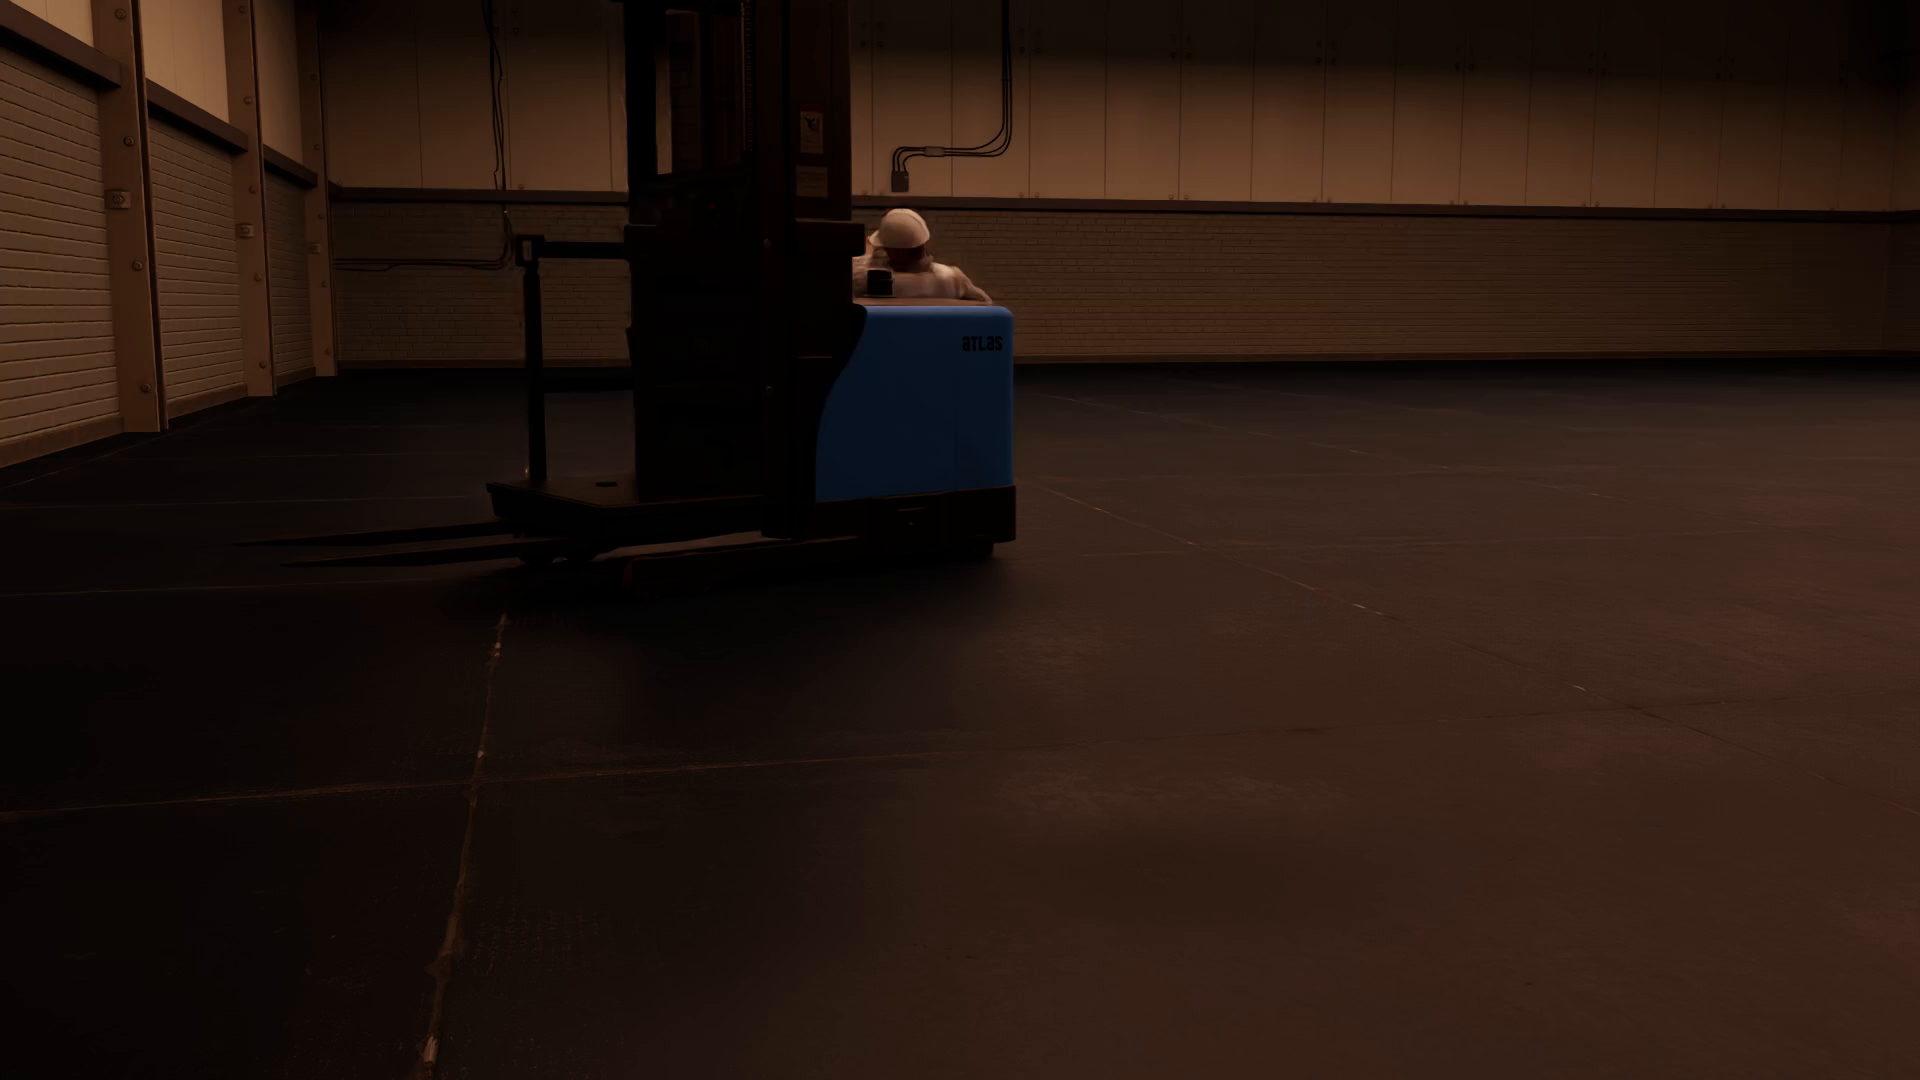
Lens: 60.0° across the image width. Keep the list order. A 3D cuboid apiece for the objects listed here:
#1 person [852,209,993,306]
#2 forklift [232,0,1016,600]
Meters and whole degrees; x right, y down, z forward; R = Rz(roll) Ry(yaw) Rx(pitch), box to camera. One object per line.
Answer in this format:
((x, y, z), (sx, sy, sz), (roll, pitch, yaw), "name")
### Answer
((-0.176, -0.884, 8.408), (1.017, 1.511, 0.737), (-6, 10, -36), "person")
((-1.237, -1.312, 6.507), (3.031, 2.935, 1.130), (-6, 10, -37), "forklift")
